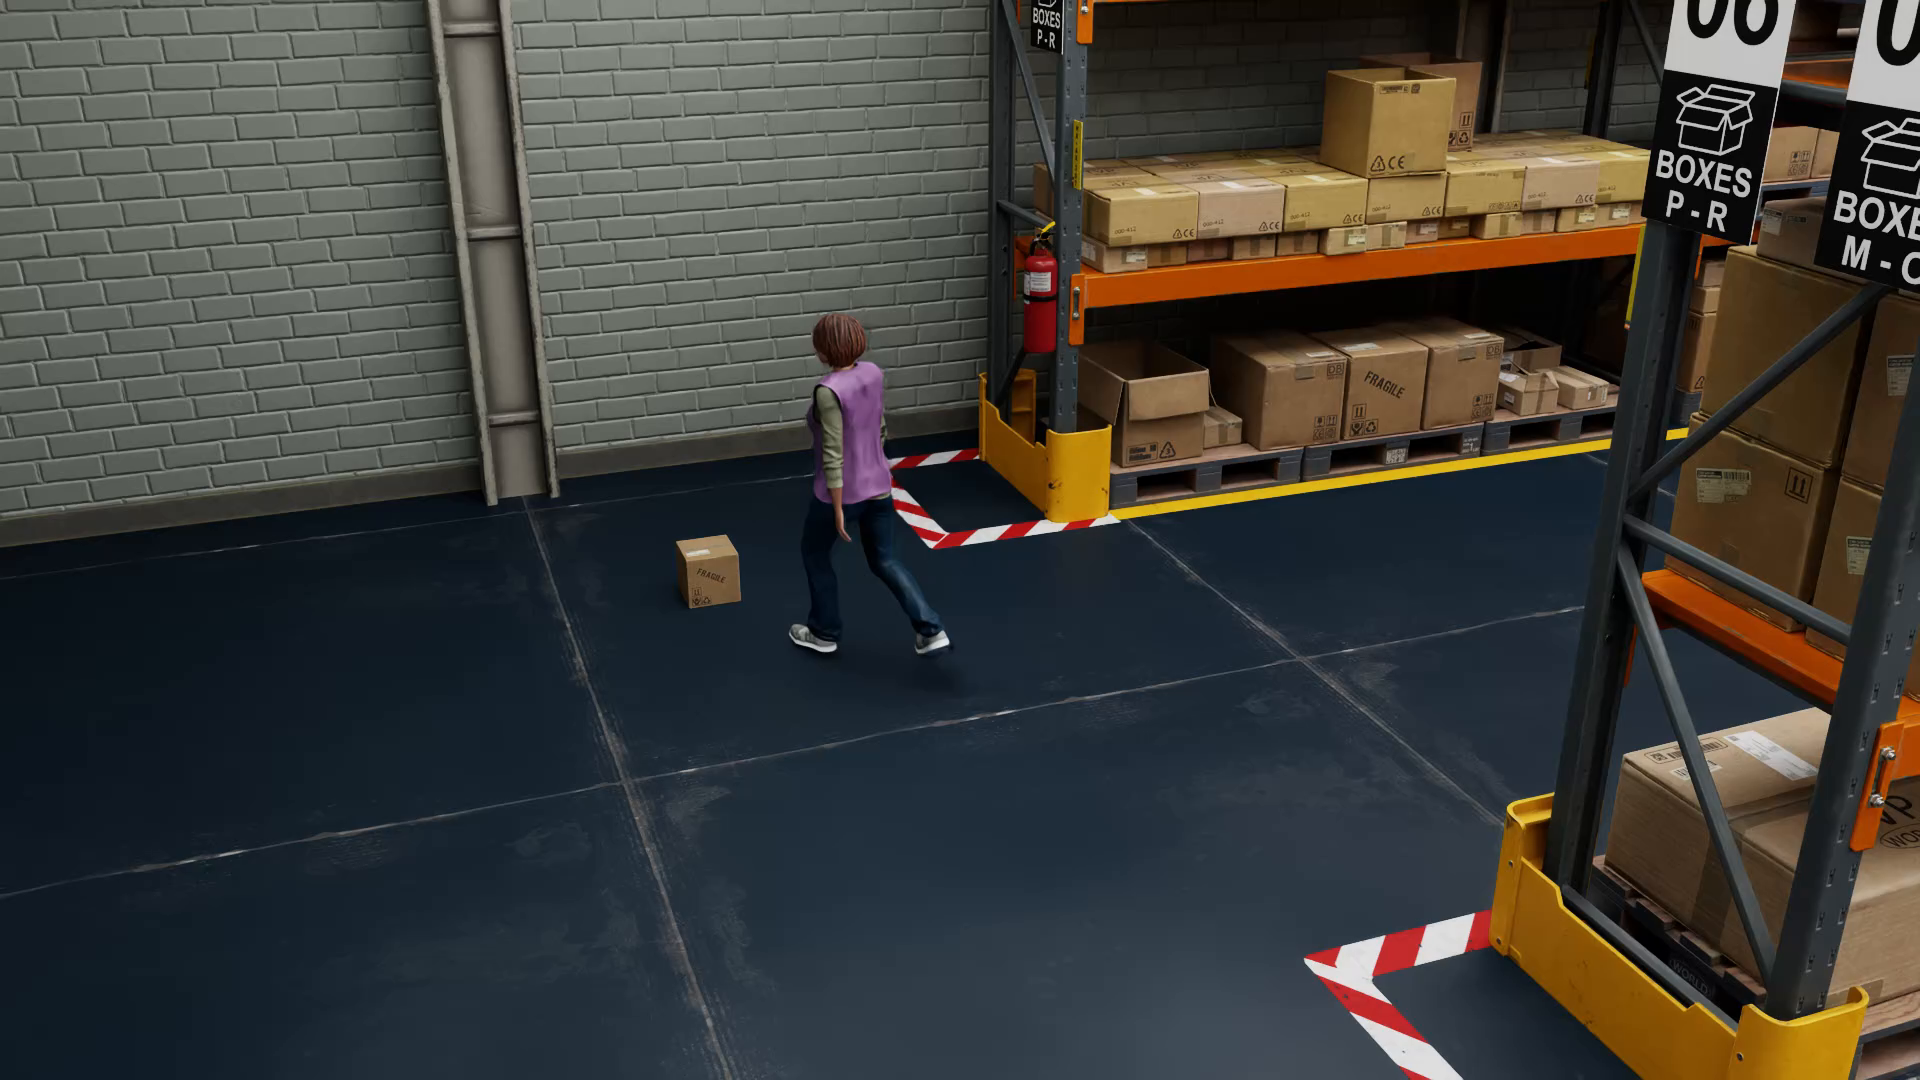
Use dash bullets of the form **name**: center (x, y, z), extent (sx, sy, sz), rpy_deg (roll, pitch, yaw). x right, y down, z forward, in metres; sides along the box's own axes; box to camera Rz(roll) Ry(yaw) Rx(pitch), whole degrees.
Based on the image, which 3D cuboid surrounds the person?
- **person**: center (-0.412, -0.192, 7.069), extent (0.833, 1.556, 0.425), rpy_deg (19, 30, 38)
